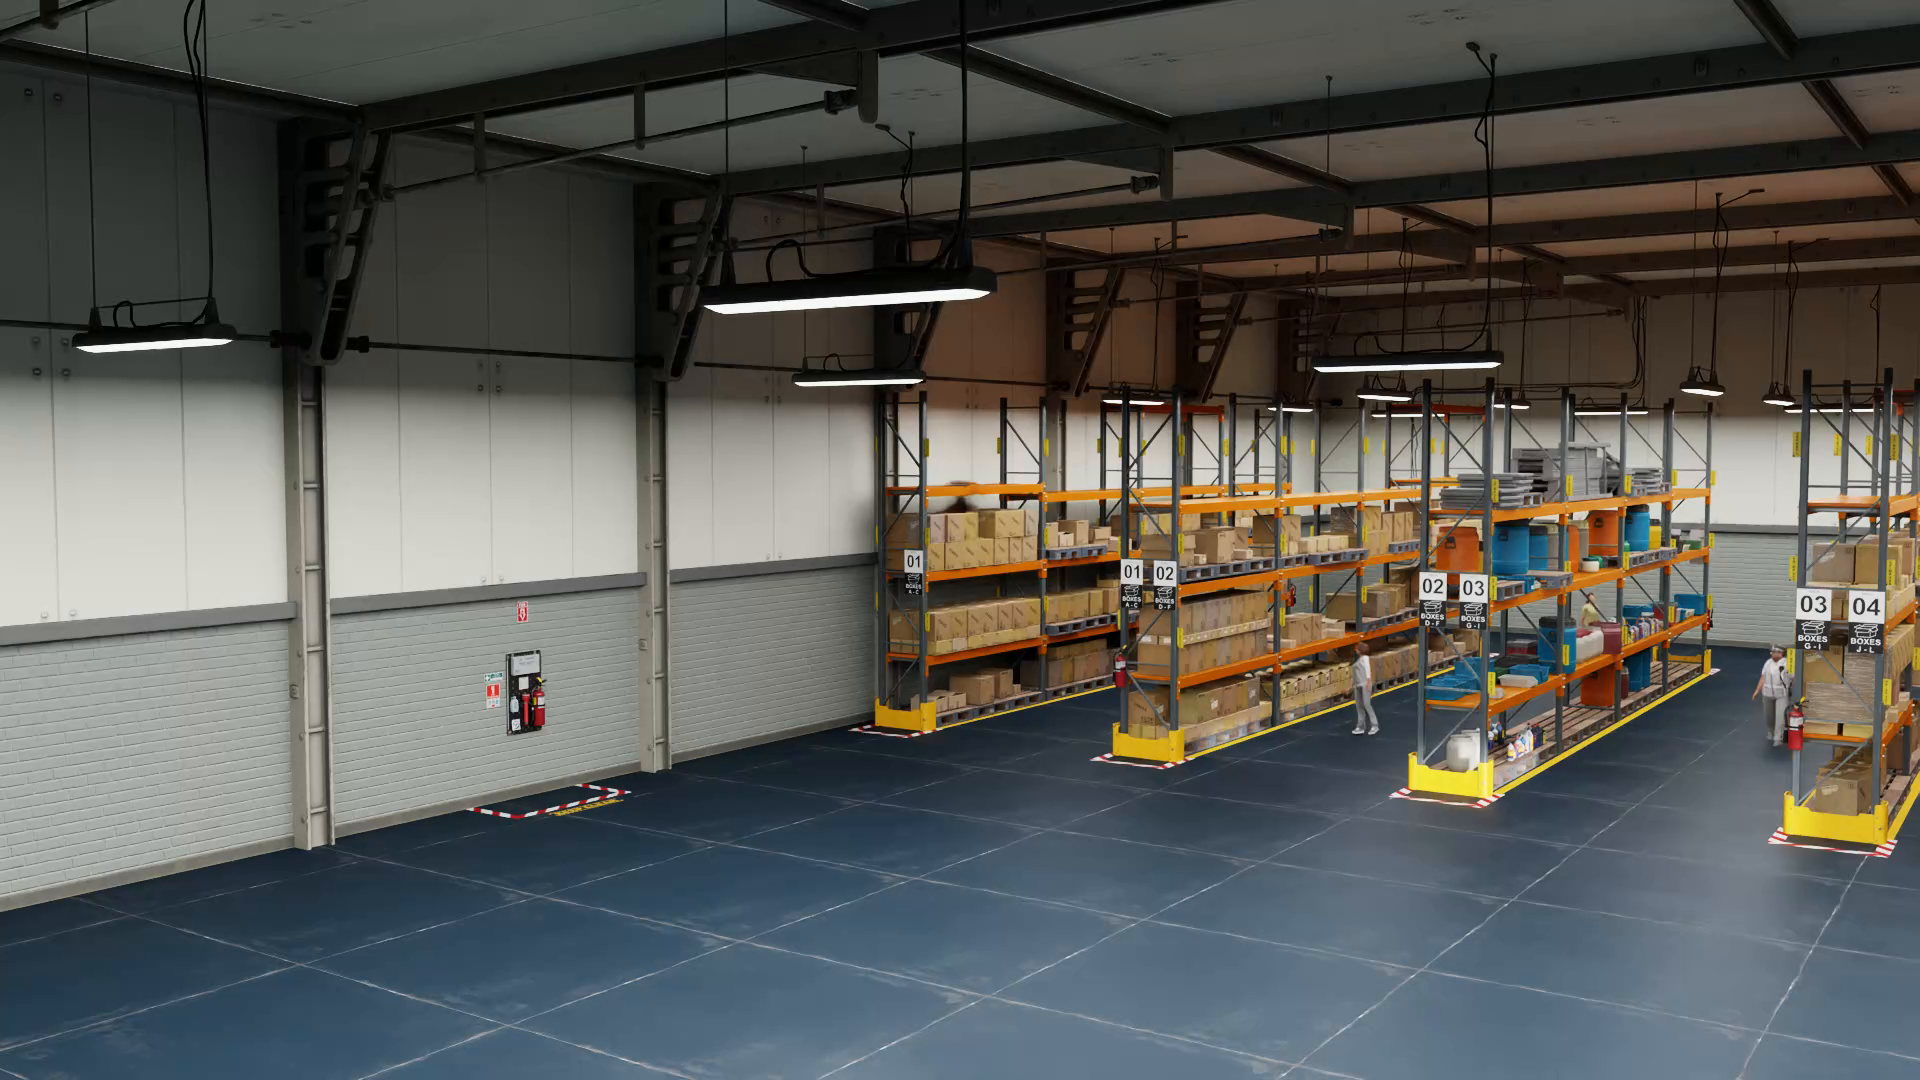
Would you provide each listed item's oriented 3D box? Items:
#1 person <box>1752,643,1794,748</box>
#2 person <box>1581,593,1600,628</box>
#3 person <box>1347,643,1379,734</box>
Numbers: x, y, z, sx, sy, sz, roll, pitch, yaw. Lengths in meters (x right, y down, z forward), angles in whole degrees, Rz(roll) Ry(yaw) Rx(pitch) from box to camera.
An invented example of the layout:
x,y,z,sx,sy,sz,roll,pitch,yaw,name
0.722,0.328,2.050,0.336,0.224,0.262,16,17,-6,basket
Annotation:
x,y,z,sx,sy,sz,roll,pitch,yaw,name
13.706,2.584,27.911,0.707,1.722,1.048,2,4,35,person
14.539,2.055,38.201,0.473,1.677,0.556,-1,3,-15,person
7.018,2.597,28.891,0.377,1.580,0.651,-1,3,-22,person
